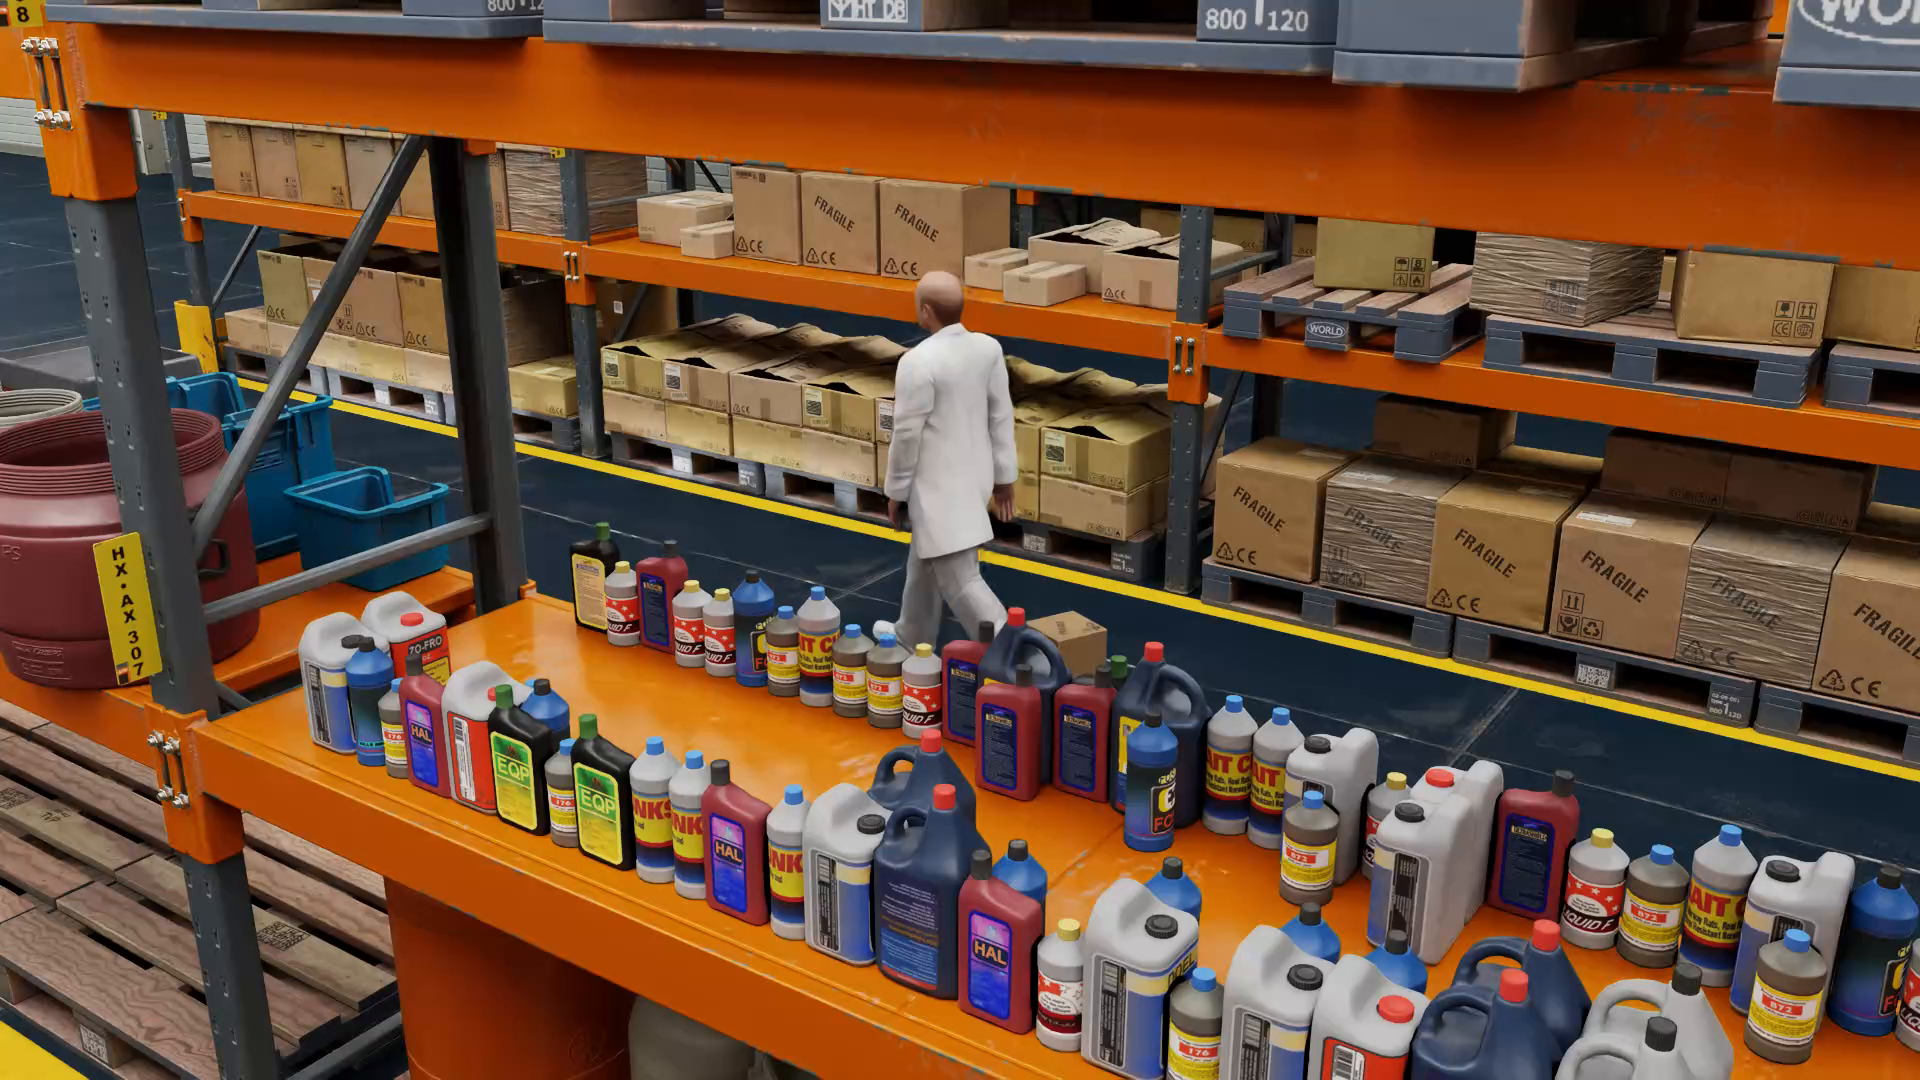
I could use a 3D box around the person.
[{"bbox_3d":[-0.030,-0.212,6.687,1.112,1.736,0.576,14,24,35],"label":"person"}]
